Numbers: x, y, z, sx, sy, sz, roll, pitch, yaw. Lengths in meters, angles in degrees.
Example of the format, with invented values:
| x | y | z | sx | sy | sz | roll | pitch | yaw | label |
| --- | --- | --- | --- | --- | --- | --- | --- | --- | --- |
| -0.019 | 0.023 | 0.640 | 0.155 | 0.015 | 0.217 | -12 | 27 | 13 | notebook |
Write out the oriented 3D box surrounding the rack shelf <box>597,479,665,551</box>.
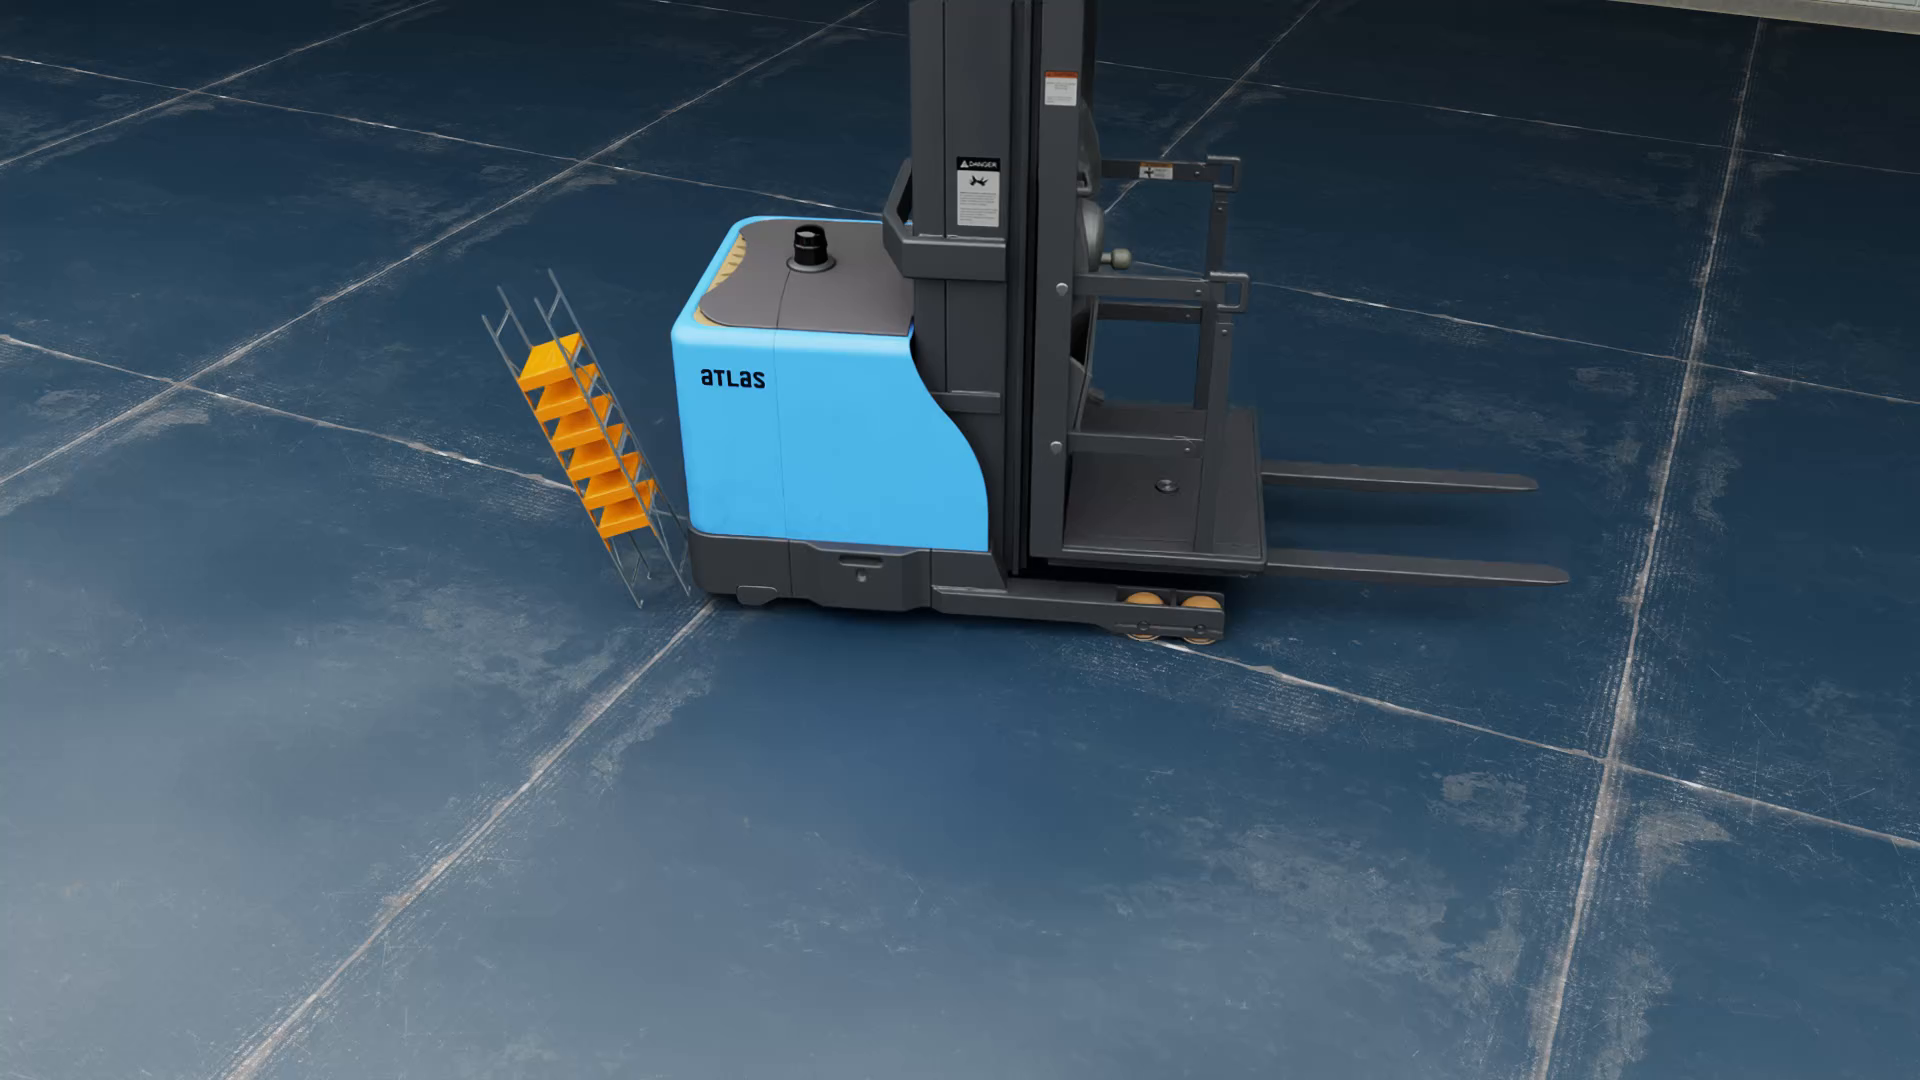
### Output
| x | y | z | sx | sy | sz | roll | pitch | yaw | label |
| --- | --- | --- | --- | --- | --- | --- | --- | --- | --- |
| -1.141 | -0.094 | 5.790 | 0.180 | 0.103 | 0.258 | -16 | 32 | 9 | rack shelf |

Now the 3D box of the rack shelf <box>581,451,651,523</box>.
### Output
| x | y | z | sx | sy | sz | roll | pitch | yaw | label |
| --- | --- | --- | --- | --- | --- | --- | --- | --- | --- |
| -1.179 | -0.189 | 5.727 | 0.180 | 0.103 | 0.258 | -16 | 32 | 9 | rack shelf |

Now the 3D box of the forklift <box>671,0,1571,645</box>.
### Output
| x | y | z | sx | sy | sz | roll | pitch | yaw | label |
| --- | --- | --- | --- | --- | --- | --- | --- | --- | --- |
| 0.602 | -1.175 | 5.369 | 3.031 | 2.935 | 1.130 | 4 | 33 | 6 | forklift |

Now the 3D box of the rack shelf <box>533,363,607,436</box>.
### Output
| x | y | z | sx | sy | sz | roll | pitch | yaw | label |
| --- | --- | --- | --- | --- | --- | --- | --- | --- | --- |
| -1.293 | -0.474 | 5.539 | 0.180 | 0.103 | 0.258 | -16 | 32 | 9 | rack shelf |

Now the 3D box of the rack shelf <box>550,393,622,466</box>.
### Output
| x | y | z | sx | sy | sz | roll | pitch | yaw | label |
| --- | --- | --- | --- | --- | --- | --- | --- | --- | --- |
| -1.255 | -0.379 | 5.602 | 0.180 | 0.103 | 0.258 | -16 | 32 | 9 | rack shelf |

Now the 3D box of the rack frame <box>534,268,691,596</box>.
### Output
| x | y | z | sx | sy | sz | roll | pitch | yaw | label |
| --- | --- | --- | --- | --- | --- | --- | --- | --- | --- |
| -1.144 | -0.344 | 5.626 | 0.006 | 1.200 | 0.240 | -16 | 32 | 9 | rack frame |

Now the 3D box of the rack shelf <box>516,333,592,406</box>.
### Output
| x | y | z | sx | sy | sz | roll | pitch | yaw | label |
| --- | --- | --- | --- | --- | --- | --- | --- | --- | --- |
| -1.331 | -0.568 | 5.476 | 0.180 | 0.103 | 0.258 | -16 | 32 | 9 | rack shelf |

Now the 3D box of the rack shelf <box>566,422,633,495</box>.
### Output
| x | y | z | sx | sy | sz | roll | pitch | yaw | label |
| --- | --- | --- | --- | --- | --- | --- | --- | --- | --- |
| -1.217 | -0.284 | 5.664 | 0.180 | 0.103 | 0.258 | -16 | 32 | 9 | rack shelf |

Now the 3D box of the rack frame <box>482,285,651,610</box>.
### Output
| x | y | z | sx | sy | sz | roll | pitch | yaw | label |
| --- | --- | --- | --- | --- | --- | --- | --- | --- | --- |
| -1.318 | -0.294 | 5.656 | 0.006 | 1.200 | 0.240 | -16 | 32 | 9 | rack frame |

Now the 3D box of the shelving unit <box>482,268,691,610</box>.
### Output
| x | y | z | sx | sy | sz | roll | pitch | yaw | label |
| --- | --- | --- | --- | --- | --- | --- | --- | --- | --- |
| -1.231 | -0.319 | 5.641 | 0.189 | 1.200 | 0.258 | -16 | 32 | 9 | shelving unit |
